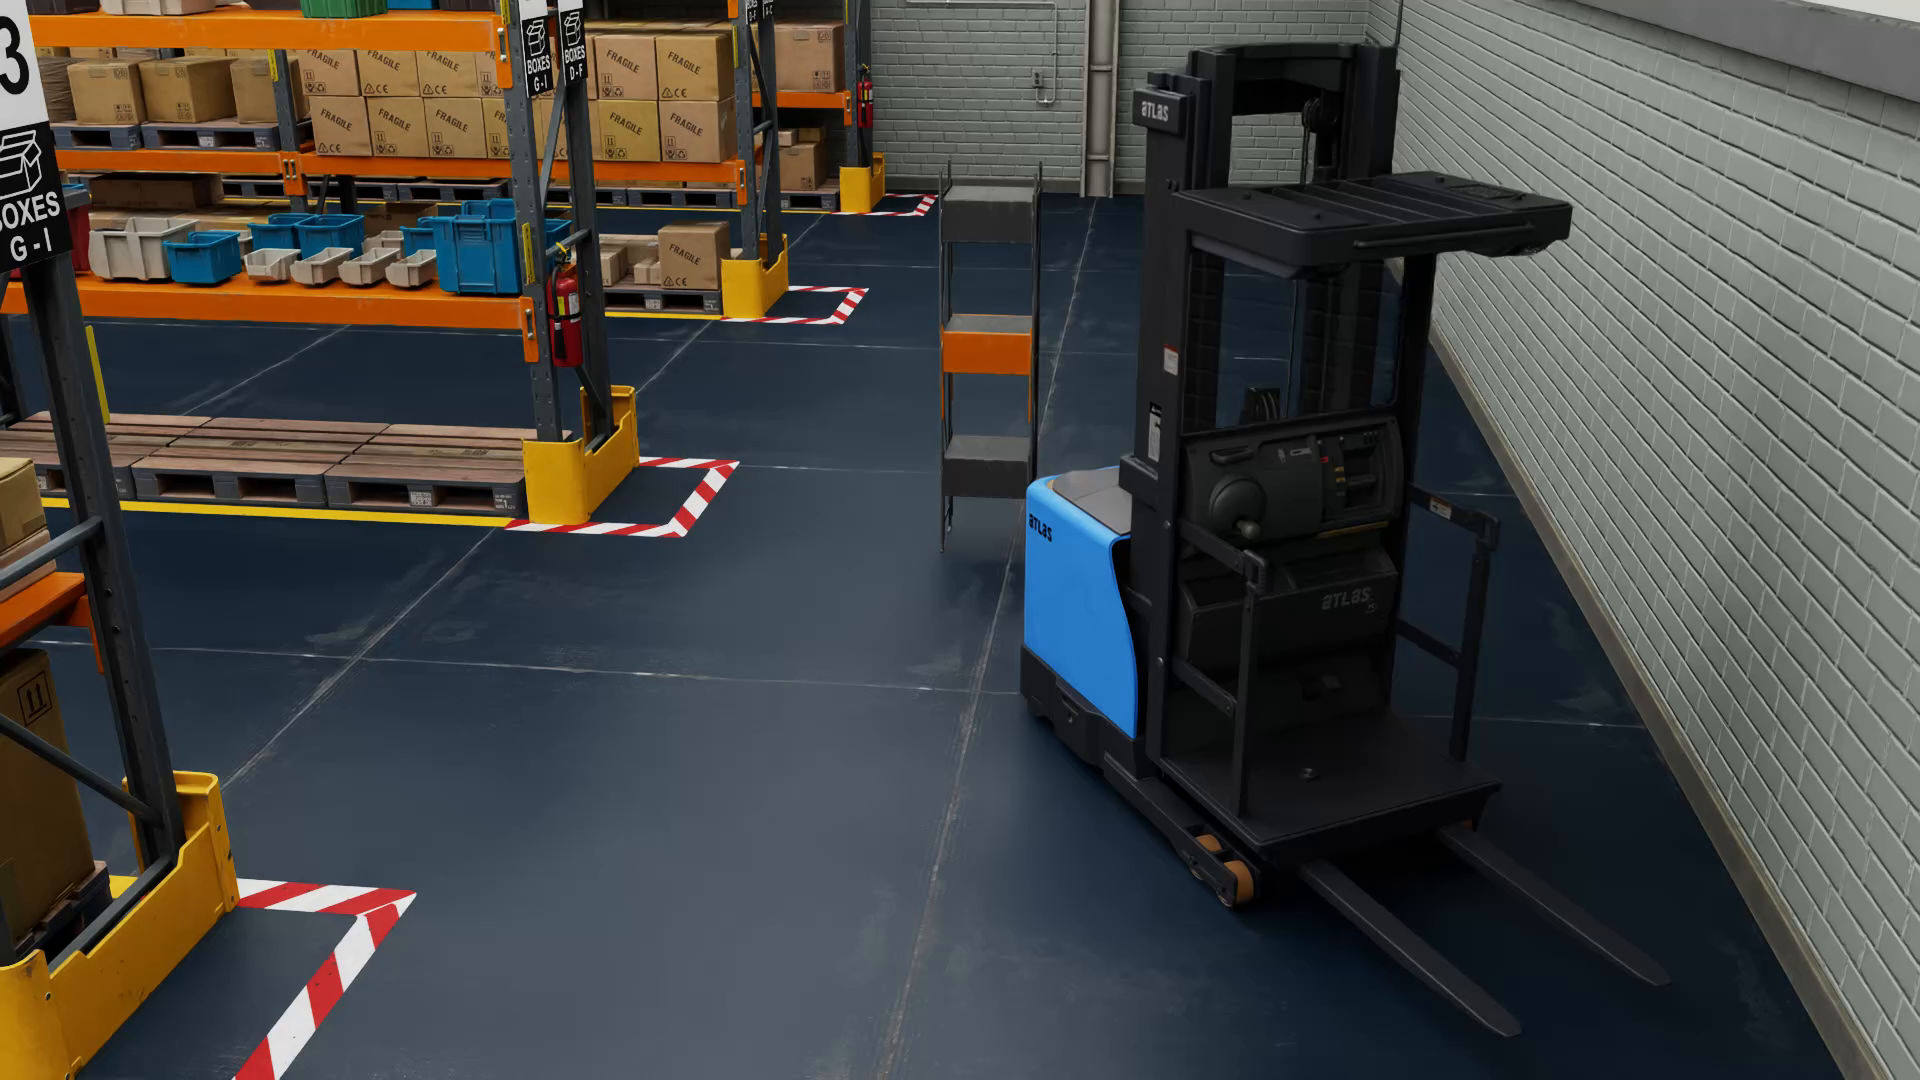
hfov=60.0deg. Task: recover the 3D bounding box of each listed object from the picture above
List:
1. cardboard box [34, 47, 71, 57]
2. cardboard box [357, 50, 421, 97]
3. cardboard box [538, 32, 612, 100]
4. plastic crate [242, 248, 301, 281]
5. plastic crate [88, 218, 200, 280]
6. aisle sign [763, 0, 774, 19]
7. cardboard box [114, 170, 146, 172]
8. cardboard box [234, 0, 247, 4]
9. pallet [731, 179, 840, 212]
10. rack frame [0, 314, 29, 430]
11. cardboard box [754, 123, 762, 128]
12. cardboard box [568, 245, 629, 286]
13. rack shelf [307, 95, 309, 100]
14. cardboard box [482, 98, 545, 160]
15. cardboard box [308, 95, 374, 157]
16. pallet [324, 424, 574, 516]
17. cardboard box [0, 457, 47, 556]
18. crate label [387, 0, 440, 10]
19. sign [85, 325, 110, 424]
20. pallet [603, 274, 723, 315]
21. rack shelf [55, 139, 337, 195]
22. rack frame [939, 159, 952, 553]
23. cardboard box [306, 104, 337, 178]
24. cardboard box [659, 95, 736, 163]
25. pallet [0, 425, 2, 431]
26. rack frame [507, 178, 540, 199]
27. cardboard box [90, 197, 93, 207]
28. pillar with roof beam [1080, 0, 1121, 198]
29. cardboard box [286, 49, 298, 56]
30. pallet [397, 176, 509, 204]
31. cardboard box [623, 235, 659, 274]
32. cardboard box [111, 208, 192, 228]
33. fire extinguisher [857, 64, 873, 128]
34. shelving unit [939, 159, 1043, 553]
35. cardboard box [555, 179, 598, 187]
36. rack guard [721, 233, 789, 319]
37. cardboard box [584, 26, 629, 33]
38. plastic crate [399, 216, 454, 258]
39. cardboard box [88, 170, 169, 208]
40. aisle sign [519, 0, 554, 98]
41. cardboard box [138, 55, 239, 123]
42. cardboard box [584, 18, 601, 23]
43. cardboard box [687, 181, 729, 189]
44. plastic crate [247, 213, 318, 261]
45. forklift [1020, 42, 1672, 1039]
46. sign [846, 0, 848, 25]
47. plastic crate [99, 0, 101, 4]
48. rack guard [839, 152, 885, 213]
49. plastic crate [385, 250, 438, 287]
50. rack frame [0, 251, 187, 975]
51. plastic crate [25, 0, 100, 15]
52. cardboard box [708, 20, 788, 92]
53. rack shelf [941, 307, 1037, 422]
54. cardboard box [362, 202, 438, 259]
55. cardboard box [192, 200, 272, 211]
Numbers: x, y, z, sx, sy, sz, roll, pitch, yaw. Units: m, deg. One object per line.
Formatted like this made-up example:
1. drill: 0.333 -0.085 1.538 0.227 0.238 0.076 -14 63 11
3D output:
1. cardboard box: -10.799 -5.971 19.728 0.500 0.500 0.700 2 22 6
2. cardboard box: -4.751 -4.041 14.086 0.500 0.500 0.500 2 22 5
3. cardboard box: -3.218 -3.975 13.918 0.500 0.500 0.500 3 22 8
4. plastic crate: -4.006 -1.595 9.672 0.250 0.136 0.298 2 22 6
5. plastic crate: -4.790 -1.706 9.756 0.530 0.282 0.437 2 22 6
6. aisle sign: -1.624 -4.815 14.004 0.004 0.787 0.394 2 22 6
7. cardboard box: -9.812 -4.711 20.078 0.500 0.500 0.700 3 22 7
8. cardboard box: -8.137 -6.063 19.108 0.500 0.250 0.500 2 22 6
9. pallet: -1.950 -4.020 19.321 1.213 0.211 1.003 2 22 6
10. rack frame: -6.285 -1.867 10.082 0.127 3.000 1.000 2 22 6
11. cardboard box: -2.458 -4.739 19.294 0.250 0.149 0.380 3 22 7
12. cardboard box: -3.235 -2.414 14.607 0.500 0.250 0.500 2 22 6
13. rack shelf: -7.105 -5.236 19.582 4.000 0.370 1.077 2 22 6
14. cardboard box: -3.714 -3.535 14.166 0.500 0.500 0.500 2 22 6
15. cardboard box: -5.224 -3.600 14.330 0.500 0.500 0.500 3 22 8
16. pallet: -3.127 -0.447 10.283 1.213 0.211 1.003 2 22 6
17. cardboard box: -3.341 -0.073 5.345 0.500 0.250 0.500 2 22 5
18. crate label: -3.191 -3.177 9.520 0.502 0.251 0.408 2 22 6
19. sign: -2.824 -0.527 5.408 0.005 0.325 0.100 2 22 6
20. pallet: -2.593 -2.243 14.826 1.213 0.211 1.003 2 22 6
21. rack shelf: -7.684 -3.427 15.007 4.000 0.370 1.077 2 22 6
22. rack frame: -0.078 -0.980 9.062 0.015 2.100 0.400 2 22 6
23. cardboard box: -7.507 -4.733 19.684 0.750 0.750 0.750 2 22 6
24. cardboard box: -2.203 -3.469 13.998 0.500 0.500 0.500 3 22 8
25. pallet: -7.046 -0.619 10.718 1.213 0.211 1.003 2 22 6
26. rack frame: -5.119 -5.484 19.231 0.127 3.000 1.000 2 22 6
27. cardboard box: -8.200 -2.913 15.530 0.500 0.500 0.500 2 22 4
28. pillar with roof beam: 1.130 -6.728 14.218 0.400 9.000 9.100 2 22 6
29. cardboard box: -7.627 -5.689 19.182 0.500 0.500 0.500 2 22 6
30. pallet: -5.894 -4.193 19.759 1.213 0.211 1.003 2 22 6
31. cardboard box: -2.729 -2.577 15.019 0.500 0.250 0.500 2 22 6
32. cardboard box: -7.210 -2.680 14.941 0.500 0.500 0.500 3 22 7
33. fire extinguisher: -1.051 -4.927 18.434 0.183 0.674 0.296 2 22 6
34. shelving unit: 0.164 -0.969 9.036 0.503 2.100 0.431 2 22 6
35. cardboard box: -4.389 -4.447 19.437 0.500 0.500 0.700 3 22 7
36. rack guard: -1.802 -2.343 14.686 0.348 0.500 1.175 2 22 6
37. cardboard box: -3.152 -4.172 14.418 0.500 0.500 0.500 3 22 7
38. plastic crate: -3.173 -1.803 10.067 0.300 0.233 0.416 2 22 6
39. cardboard box: -7.641 -3.241 15.339 0.500 0.250 0.500 2 22 5
40. aisle sign: -2.276 -2.793 8.888 0.004 0.787 0.394 2 22 6
41. cardboard box: -6.833 -4.026 14.836 0.500 0.500 0.700 6 22 15
42. cardboard box: -4.582 -5.594 19.102 0.700 0.700 0.980 3 22 7
43. cardboard box: -2.850 -4.381 19.269 0.500 0.500 0.700 2 22 5
44. plastic crate: -4.125 -1.845 10.172 0.300 0.233 0.416 2 22 6
45. forklift: 1.338 -0.208 5.980 1.130 2.935 3.031 -9 23 -23
46. sign: -1.225 -5.762 18.037 0.005 0.325 0.100 2 22 6
47. plastic crate: -4.977 -3.223 9.791 0.466 0.136 0.293 2 22 6
48. rack guard: -1.123 -4.147 19.250 0.348 0.500 1.175 2 22 6
49. plastic crate: -3.144 -1.568 9.604 0.243 0.136 0.396 2 22 6
50. rack frame: -2.896 0.115 5.070 0.127 3.000 1.000 2 22 6
51. plastic crate: -5.084 -3.047 9.165 0.590 0.269 0.497 2 22 6
52. cardboard box: -2.378 -5.496 18.854 0.700 0.700 0.980 2 22 6
53. rack shelf: 0.164 -0.957 9.041 0.480 0.518 0.431 2 22 6
54. cardboard box: -5.099 -2.796 15.234 0.500 0.500 0.500 2 22 6
55. cardboard box: -6.681 -2.846 15.361 0.500 0.500 0.500 3 22 7
